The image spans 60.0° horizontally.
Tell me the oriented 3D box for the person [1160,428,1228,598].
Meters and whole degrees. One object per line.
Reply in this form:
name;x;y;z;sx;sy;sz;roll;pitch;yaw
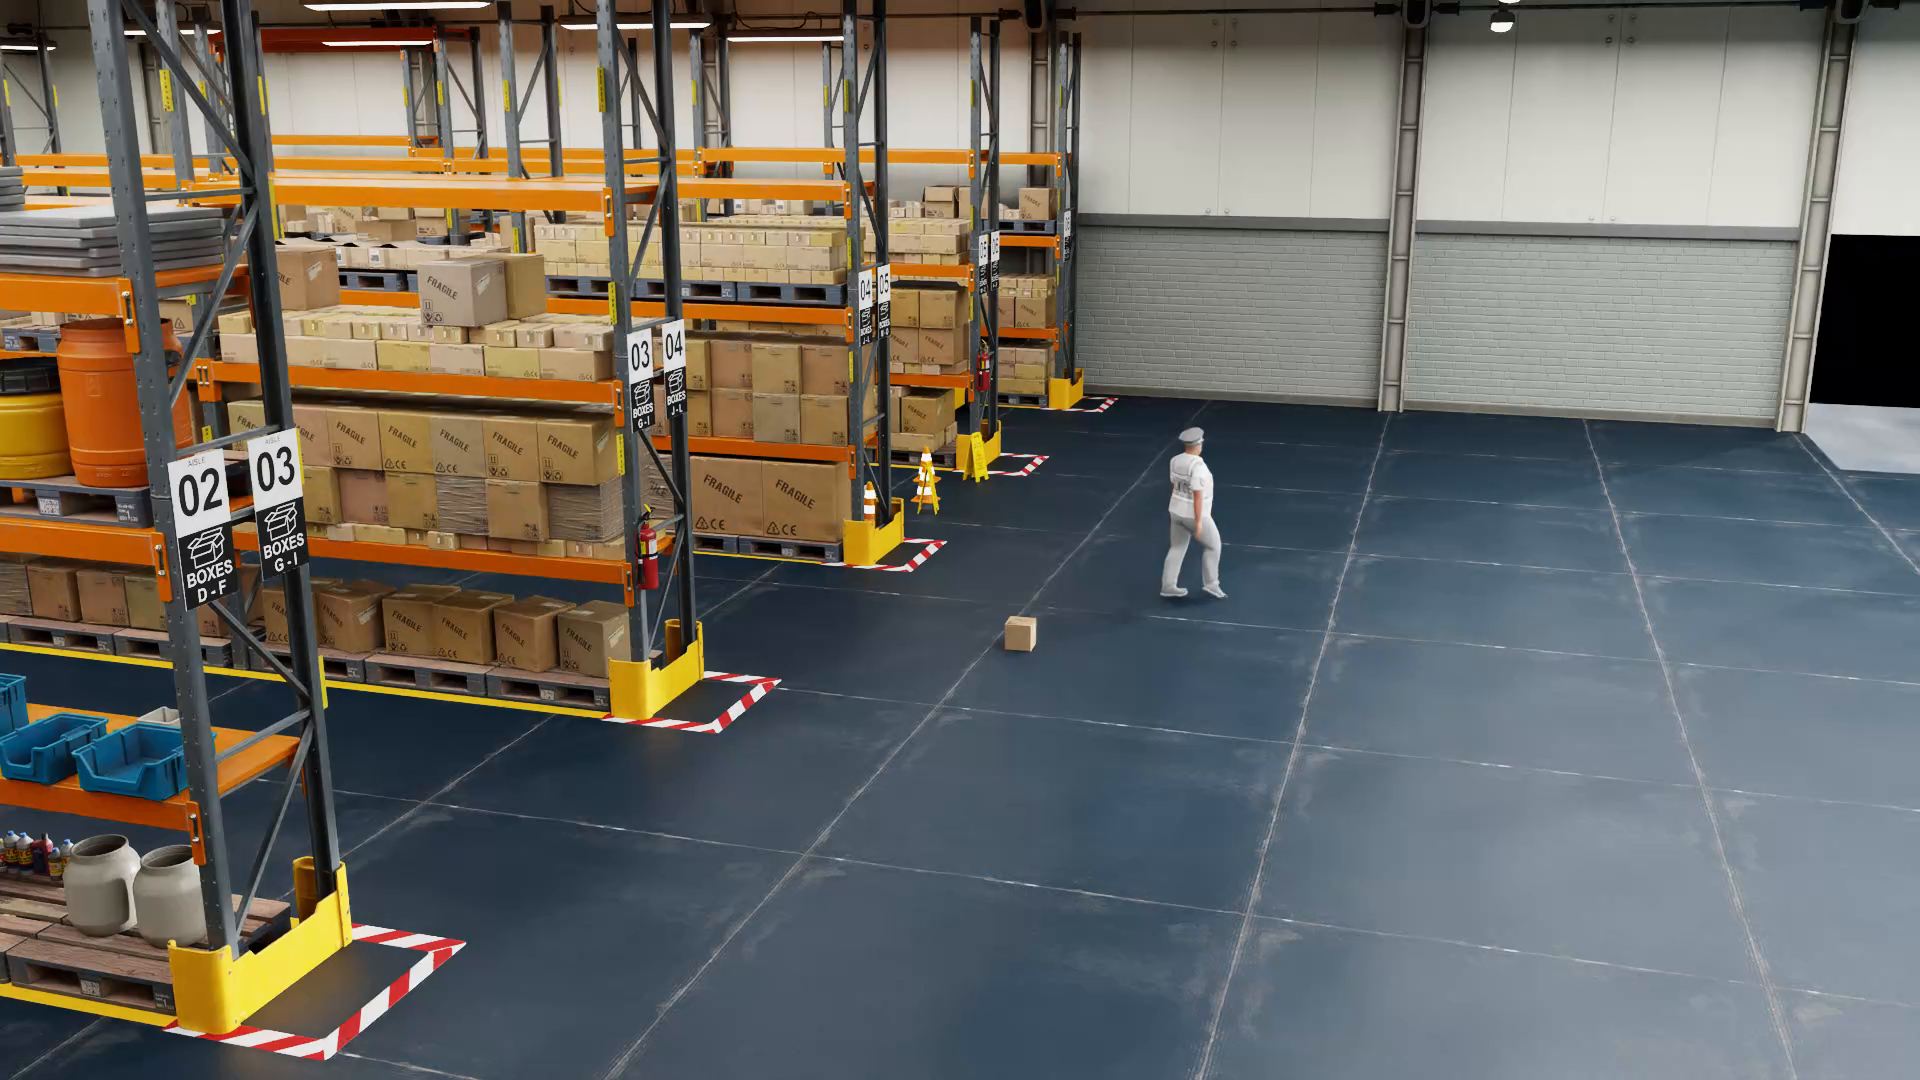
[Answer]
person;2.390;-0.249;16.952;0.725;1.834;0.560;-10;18;-34
